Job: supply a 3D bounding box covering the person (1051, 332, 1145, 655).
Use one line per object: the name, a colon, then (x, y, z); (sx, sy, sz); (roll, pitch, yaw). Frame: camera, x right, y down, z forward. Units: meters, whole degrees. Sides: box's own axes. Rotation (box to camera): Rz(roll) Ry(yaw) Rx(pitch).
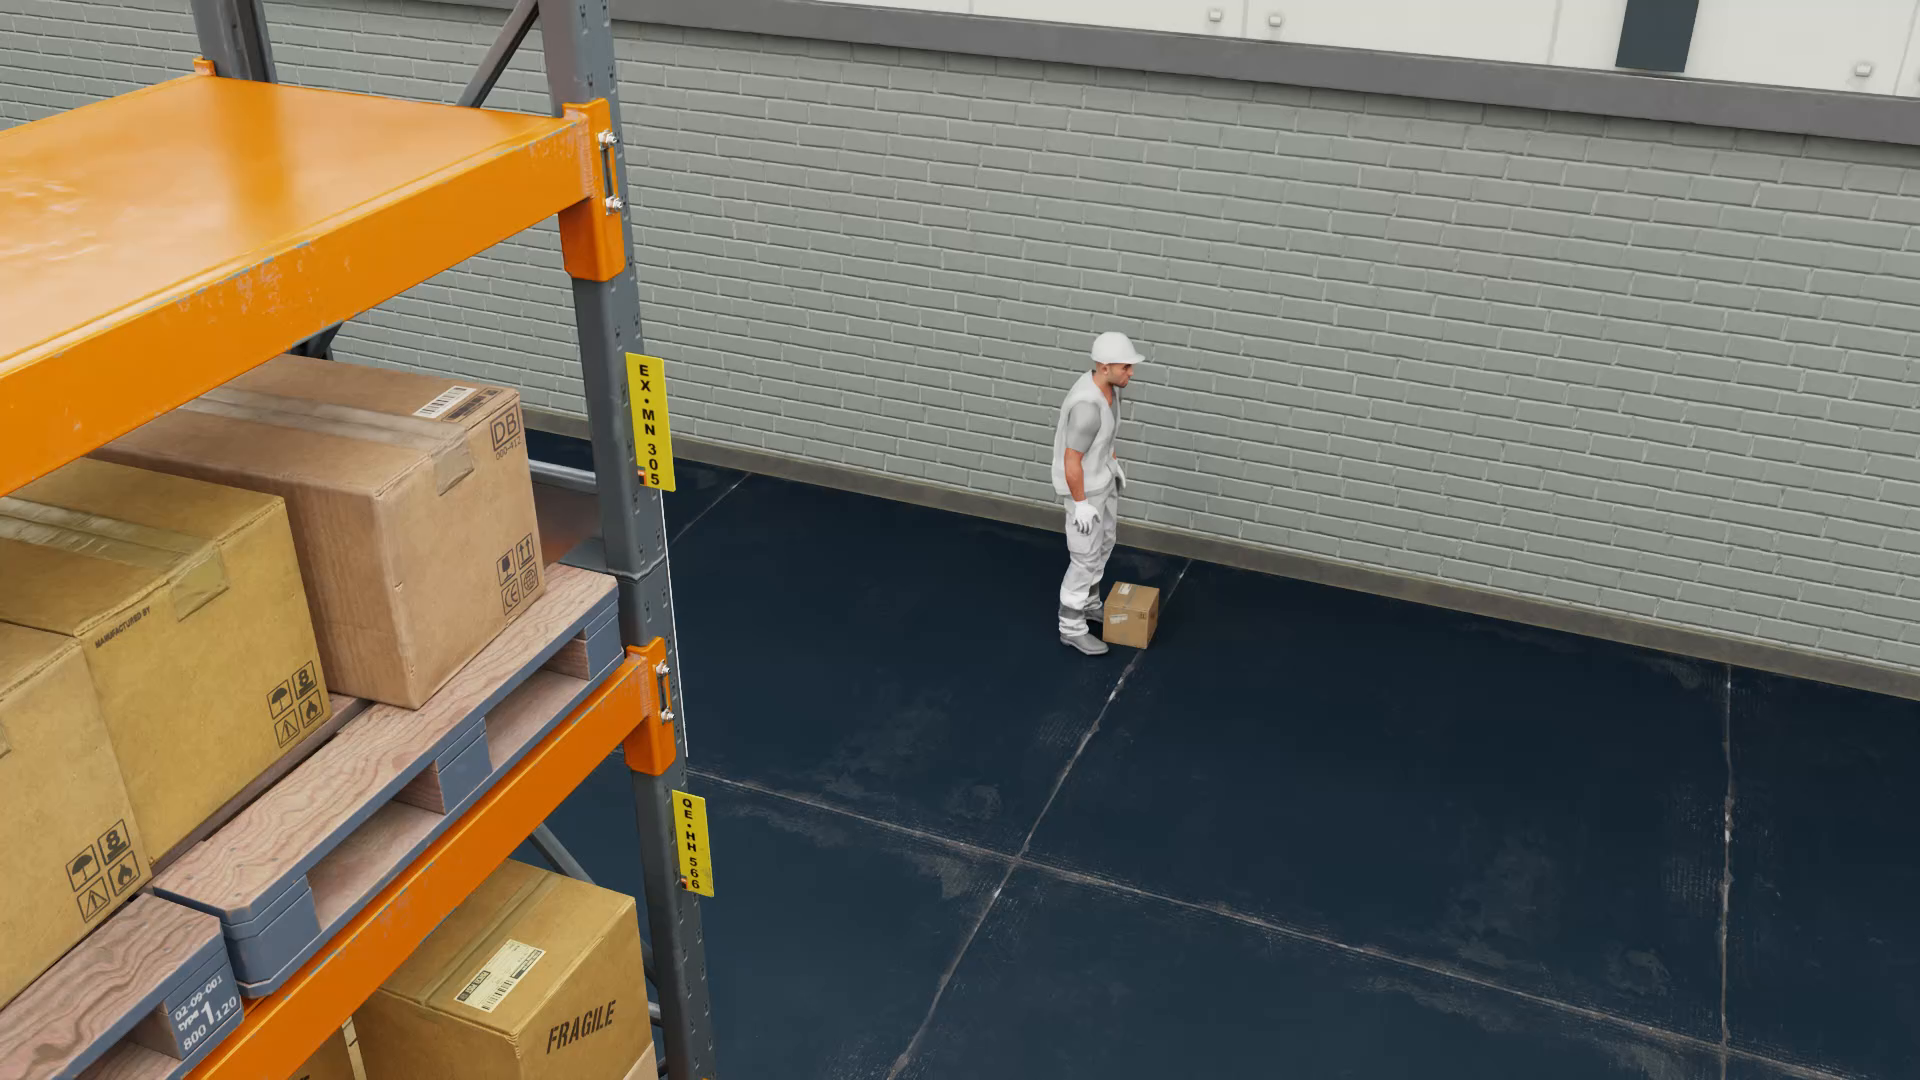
person: (0.723, -0.276, 8.876); (0.448, 1.780, 0.609); (12, 31, 20)
